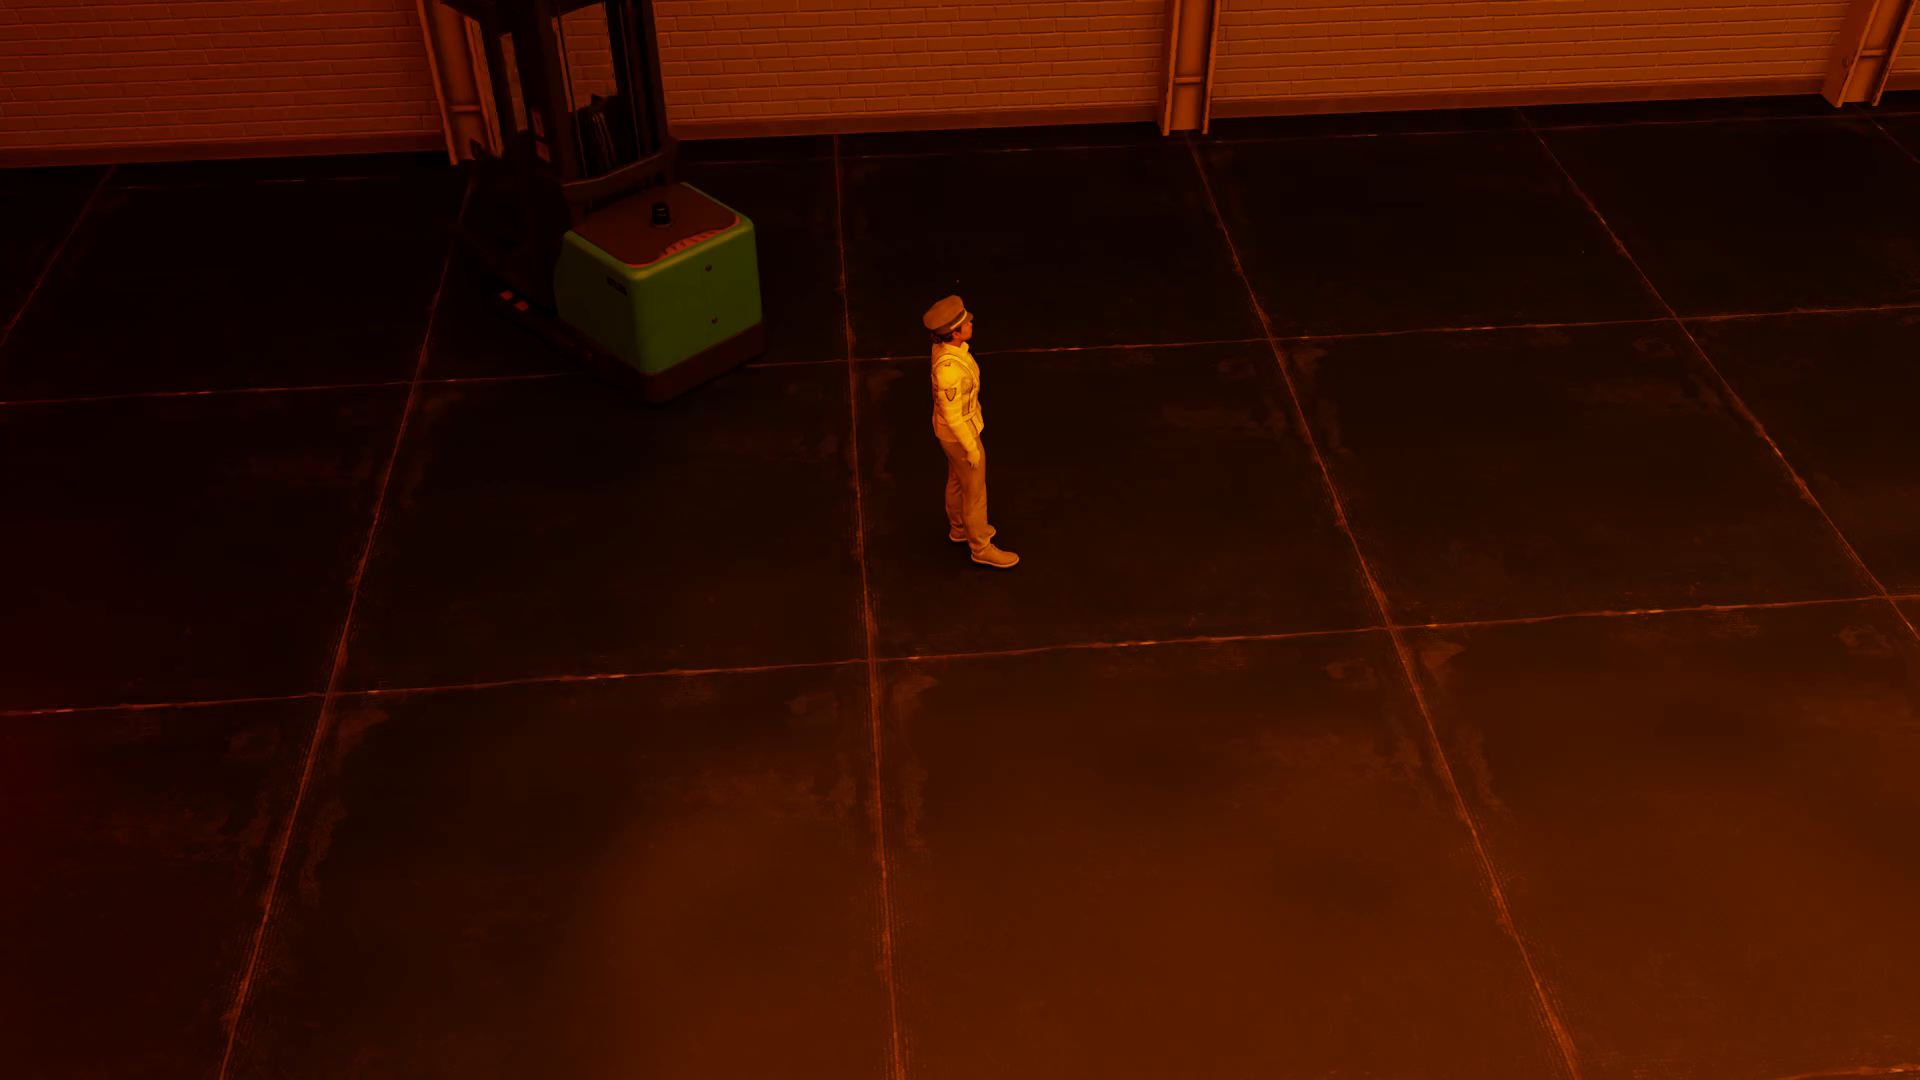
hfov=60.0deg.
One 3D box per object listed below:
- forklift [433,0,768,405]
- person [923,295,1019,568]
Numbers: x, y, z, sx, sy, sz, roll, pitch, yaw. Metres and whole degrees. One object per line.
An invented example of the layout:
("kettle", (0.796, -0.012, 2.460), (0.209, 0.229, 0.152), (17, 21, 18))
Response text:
("forklift", (-2.742, -2.878, 11.303), (1.130, 2.935, 3.031), (-33, 50, -32))
("person", (0.067, -0.649, 9.637), (0.534, 1.696, 0.587), (-3, 41, -4))
